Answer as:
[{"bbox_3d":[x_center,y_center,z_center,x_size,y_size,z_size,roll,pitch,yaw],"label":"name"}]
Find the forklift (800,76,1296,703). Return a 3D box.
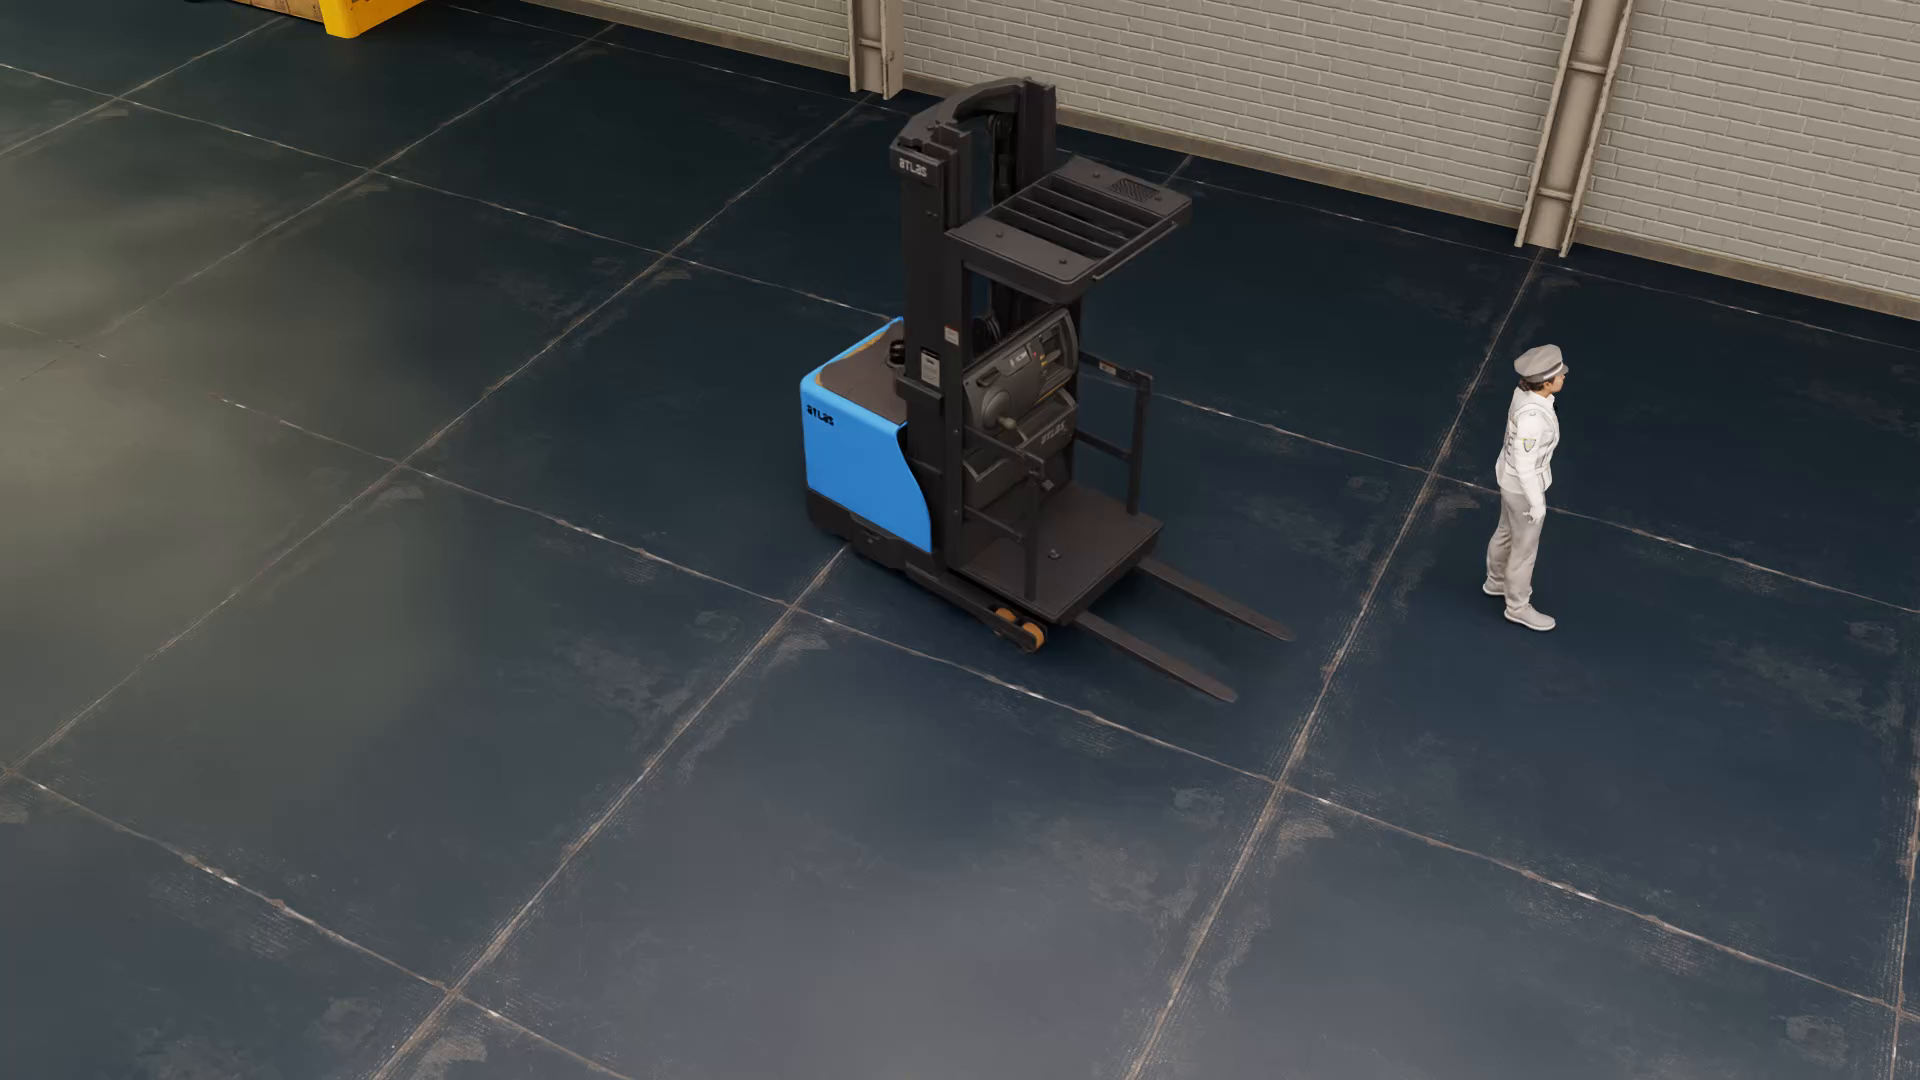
[{"bbox_3d":[0.501,-0.870,9.020,3.031,2.935,1.130,28,48,29],"label":"forklift"}]

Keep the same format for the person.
[{"bbox_3d":[3.231,-0.324,9.320,0.531,1.694,0.587,7,41,8],"label":"person"}]
